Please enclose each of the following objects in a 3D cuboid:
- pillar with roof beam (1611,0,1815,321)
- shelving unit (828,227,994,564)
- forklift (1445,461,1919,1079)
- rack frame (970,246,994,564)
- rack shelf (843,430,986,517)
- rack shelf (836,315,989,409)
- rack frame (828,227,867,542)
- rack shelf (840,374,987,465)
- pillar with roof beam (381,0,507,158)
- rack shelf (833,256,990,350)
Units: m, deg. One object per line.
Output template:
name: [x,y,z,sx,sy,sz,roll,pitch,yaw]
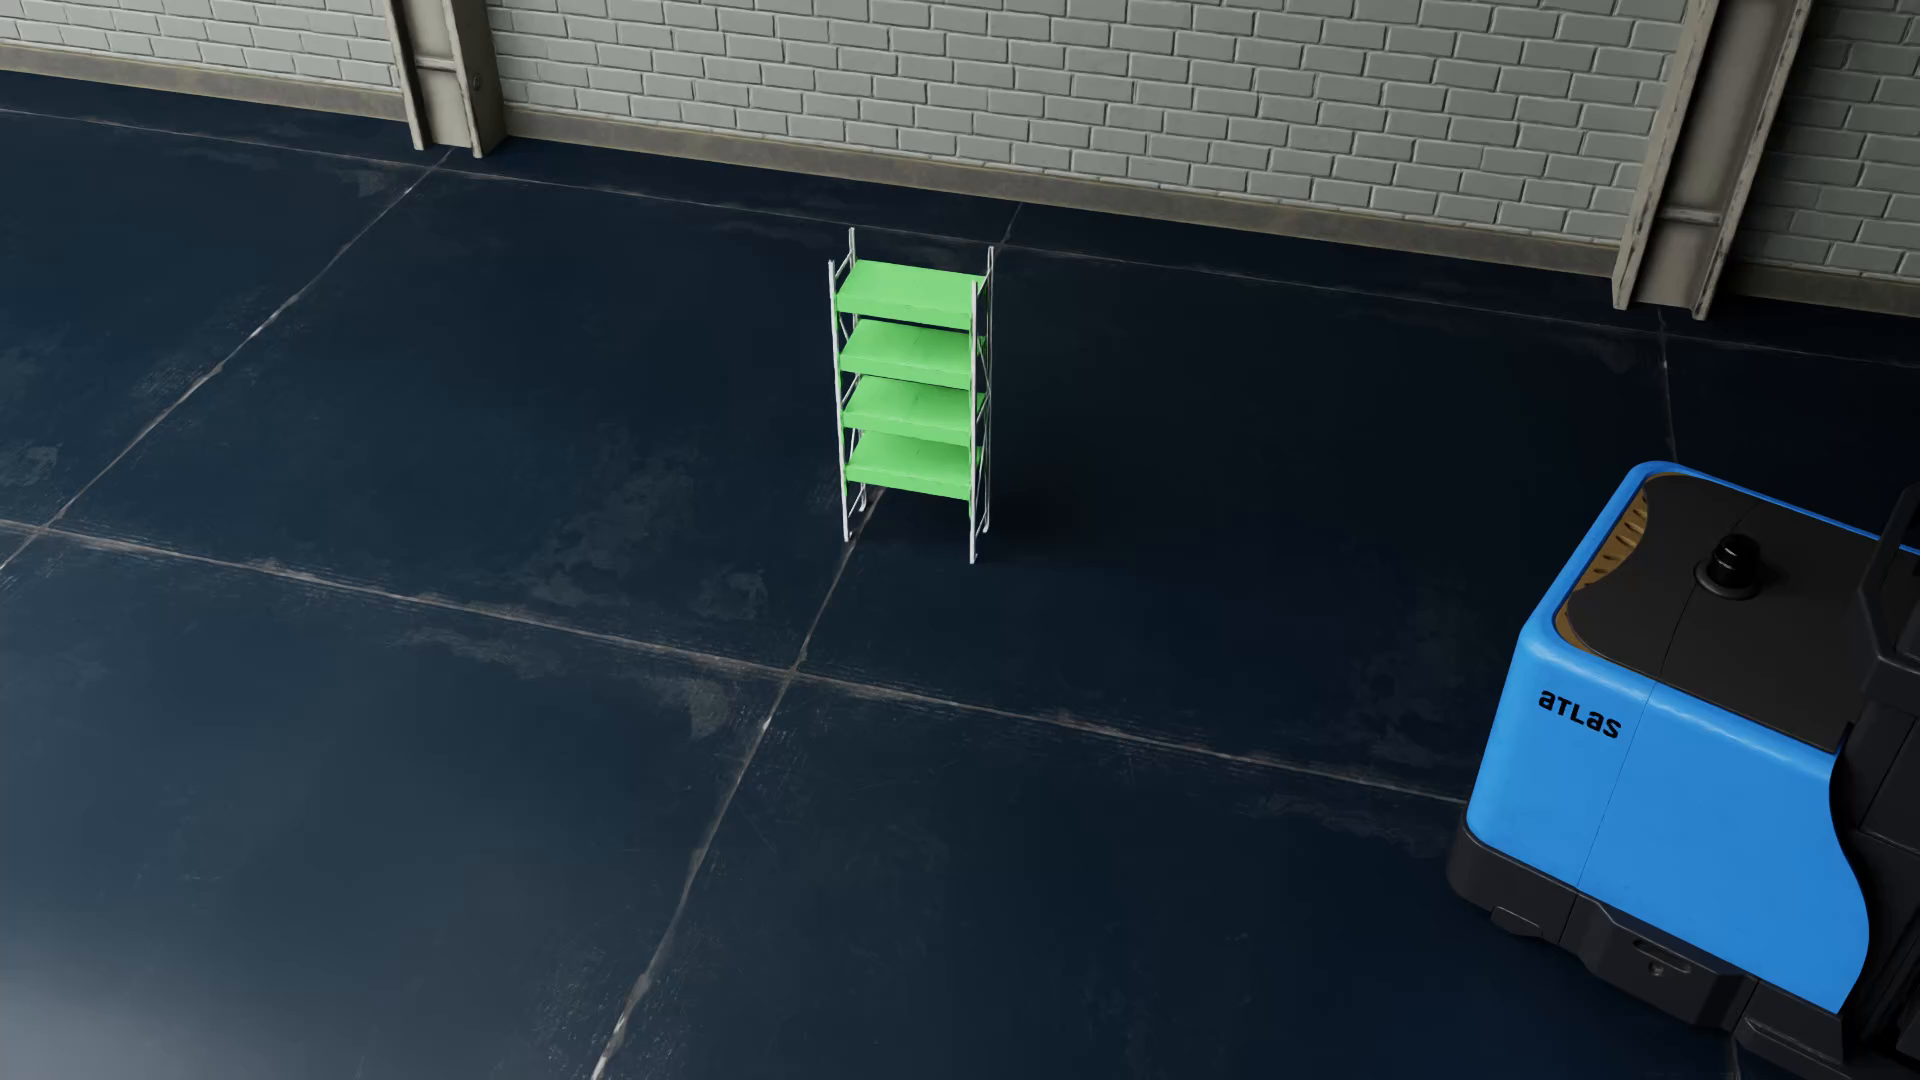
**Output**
pillar with roof beam: [2.064,-1.877,1.488,0.400,9.000,9.100,10,41,11]
shelving unit: [-0.160,-0.487,5.897,0.503,1.200,0.258,10,41,11]
forklift: [2.937,0.251,3.673,3.031,2.935,1.130,25,46,27]
rack frame: [0.076,-0.446,5.849,0.015,1.200,0.240,10,41,11]
rack shelf: [-0.160,-0.254,6.092,0.480,0.148,0.258,10,41,11]
rack shelf: [-0.160,-0.622,5.784,0.480,0.148,0.258,10,41,11]
rack frame: [-0.396,-0.528,5.945,0.015,1.200,0.240,10,41,11]
rack shelf: [-0.160,-0.438,5.938,0.480,0.148,0.258,10,41,11]
pillar with roof beam: [-3.732,-2.875,2.676,0.400,9.000,9.100,10,41,11]
rack shelf: [-0.160,-0.806,5.629,0.480,0.148,0.258,10,41,11]
